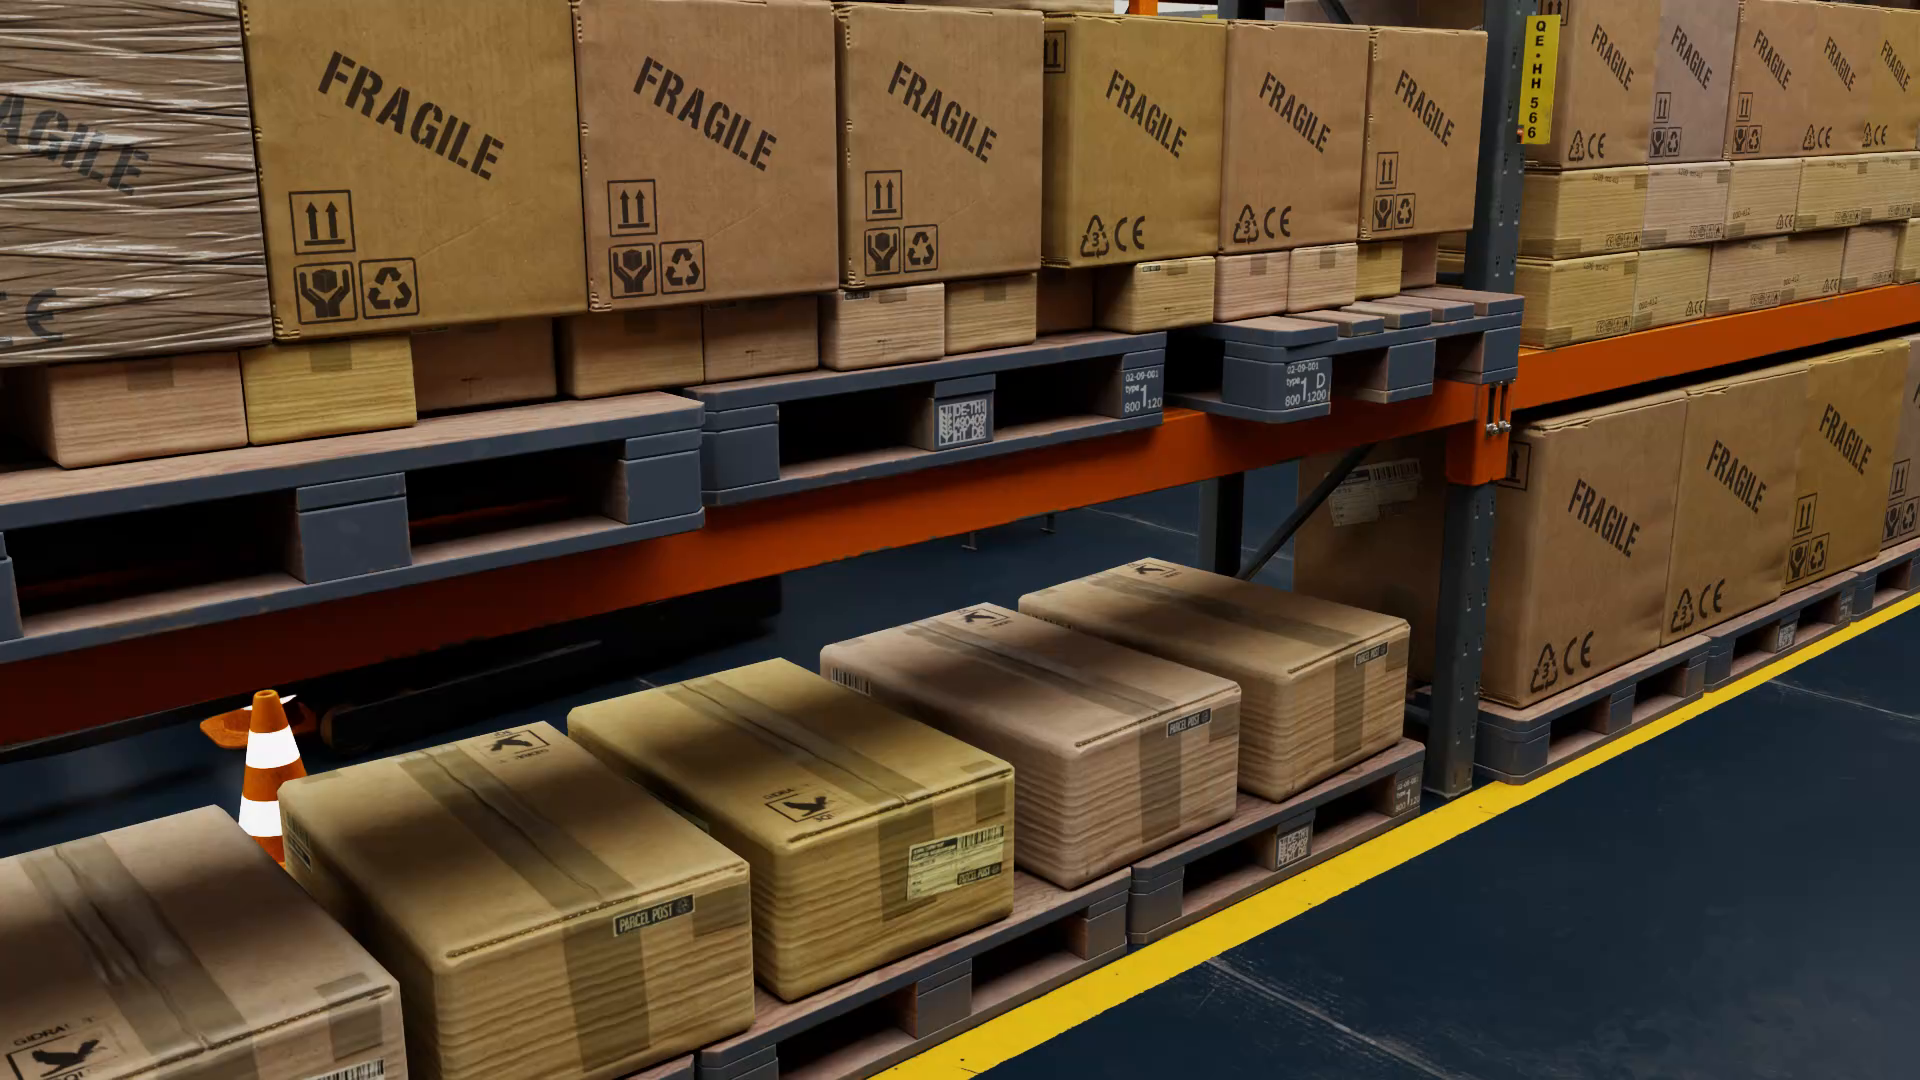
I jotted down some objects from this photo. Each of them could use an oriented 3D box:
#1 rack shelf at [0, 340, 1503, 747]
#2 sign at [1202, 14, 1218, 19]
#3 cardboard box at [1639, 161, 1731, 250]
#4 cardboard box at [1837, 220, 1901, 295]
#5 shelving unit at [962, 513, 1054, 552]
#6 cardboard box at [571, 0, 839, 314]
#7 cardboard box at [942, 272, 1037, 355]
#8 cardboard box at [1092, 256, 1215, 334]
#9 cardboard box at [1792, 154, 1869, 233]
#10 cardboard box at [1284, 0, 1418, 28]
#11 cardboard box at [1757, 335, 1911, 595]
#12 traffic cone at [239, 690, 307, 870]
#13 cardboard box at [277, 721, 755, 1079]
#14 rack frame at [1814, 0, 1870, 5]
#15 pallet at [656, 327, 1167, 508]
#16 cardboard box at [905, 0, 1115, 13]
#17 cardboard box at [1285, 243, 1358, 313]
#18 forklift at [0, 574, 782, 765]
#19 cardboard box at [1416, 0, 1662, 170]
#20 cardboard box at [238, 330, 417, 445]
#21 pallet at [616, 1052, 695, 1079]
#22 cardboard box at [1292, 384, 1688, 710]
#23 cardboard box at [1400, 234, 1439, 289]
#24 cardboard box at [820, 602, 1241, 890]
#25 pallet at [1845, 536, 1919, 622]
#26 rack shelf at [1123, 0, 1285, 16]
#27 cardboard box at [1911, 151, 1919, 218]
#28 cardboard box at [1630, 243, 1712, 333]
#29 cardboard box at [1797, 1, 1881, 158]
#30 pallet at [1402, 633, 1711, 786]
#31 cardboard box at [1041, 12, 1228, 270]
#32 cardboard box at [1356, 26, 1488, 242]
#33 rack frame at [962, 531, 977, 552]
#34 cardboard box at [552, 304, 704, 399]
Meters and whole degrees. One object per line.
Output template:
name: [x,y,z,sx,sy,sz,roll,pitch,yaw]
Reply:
rack shelf: [-0.359,-0.102,3.713,4.000,0.370,1.077,-13,19,-39]
sign: [0.783,-1.455,5.142,0.005,0.325,0.100,-13,19,-39]
cardboard box: [2.085,-1.083,5.312,0.500,0.250,0.500,-12,19,-38]
cardboard box: [3.216,-1.101,6.349,0.500,0.250,0.500,-13,20,-41]
shelving unit: [0.125,-1.042,7.584,0.503,2.100,0.431,-13,19,-39]
cardboard box: [-0.567,-0.695,2.957,0.500,0.500,0.500,-13,20,-40]
cardboard box: [-0.060,-0.491,3.447,0.250,0.149,0.380,-13,20,-41]
cardboard box: [0.348,-0.567,3.734,0.250,0.149,0.380,-12,19,-38]
cardboard box: [2.860,-1.248,5.931,0.500,0.250,0.500,-12,19,-38]
cardboard box: [1.368,-1.458,5.266,0.500,0.500,0.500,-13,20,-41]
cardboard box: [3.076,-0.367,6.616,0.875,0.875,0.875,-12,19,-38]
traffic cone: [-1.851,0.632,4.486,0.334,0.463,0.336,-13,19,-39]
cardboard box: [-0.934,0.744,3.430,0.625,0.372,0.950,-11,19,-36]
rack frame: [4.167,-1.466,7.426,0.127,3.000,1.000,-13,19,-39]
pallet: [-0.317,-0.352,3.628,1.213,0.211,1.003,-13,19,-39]
cardboard box: [0.101,-1.165,3.457,0.250,0.149,0.380,-14,20,-42]
cardboard box: [0.741,-0.658,4.073,0.250,0.149,0.380,-13,20,-40]
forklift: [-2.080,-0.889,5.400,1.130,2.935,3.031,14,20,43]
cardboard box: [1.682,-1.356,4.882,0.500,0.500,0.500,-14,20,-41]
cardboard box: [-1.049,-0.265,2.603,0.250,0.149,0.380,-12,19,-38]
pallet: [-1.282,1.104,3.207,1.213,0.211,1.003,-13,19,-39]
cardboard box: [1.725,-0.066,5.486,0.875,0.875,0.875,-13,20,-40]
cardboard box: [1.057,-0.769,4.488,0.250,0.149,0.380,-12,19,-37]
cardboard box: [0.165,0.499,4.349,0.625,0.372,0.950,-13,20,-40]
pallet: [3.635,0.027,7.241,1.213,0.211,1.003,-13,19,-39]
rack shelf: [2.350,-3.853,11.944,4.000,0.370,1.077,-13,19,-39]
cardboard box: [3.622,-1.427,6.601,0.500,0.250,0.500,-12,19,-38]
cardboard box: [2.060,-0.840,5.374,0.500,0.250,0.500,-13,20,-41]
cardboard box: [2.833,-1.611,5.838,0.500,0.500,0.500,-12,19,-38]
pallet: [1.794,0.440,5.694,1.213,0.211,1.003,-13,19,-39]
cardboard box: [0.226,-0.877,3.636,0.500,0.500,0.500,-14,21,-43]
cardboard box: [0.989,-1.052,4.293,0.500,0.500,0.500,-13,20,-41]
rack frame: [-0.059,-1.001,7.429,0.015,2.100,0.400,-13,19,-39]
cardboard box: [-0.664,-0.363,2.971,0.250,0.149,0.380,-12,19,-39]
